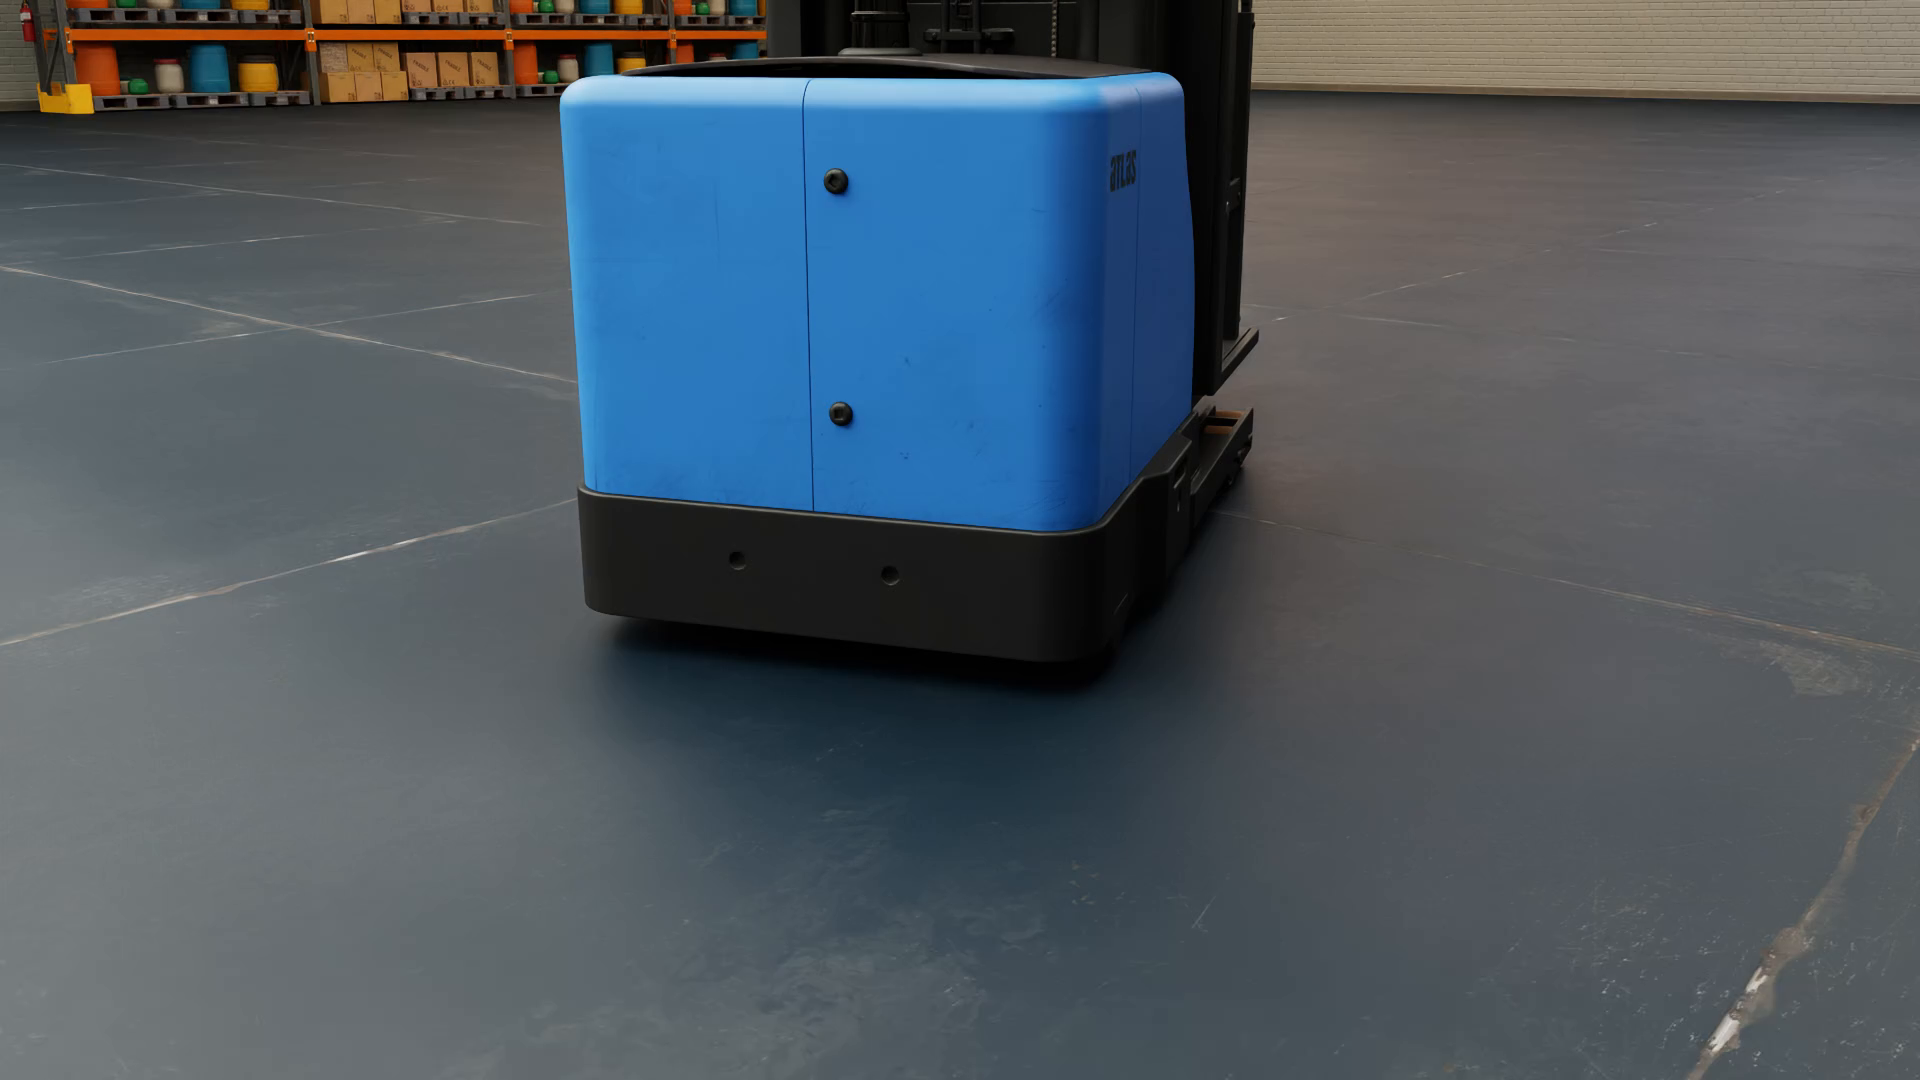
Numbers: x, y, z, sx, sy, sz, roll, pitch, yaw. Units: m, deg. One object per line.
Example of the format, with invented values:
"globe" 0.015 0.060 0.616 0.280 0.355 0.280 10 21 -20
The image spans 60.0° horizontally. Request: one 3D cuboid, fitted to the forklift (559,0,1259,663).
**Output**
"forklift" 0.182 -1.571 4.072 1.130 2.935 3.031 5 18 17
